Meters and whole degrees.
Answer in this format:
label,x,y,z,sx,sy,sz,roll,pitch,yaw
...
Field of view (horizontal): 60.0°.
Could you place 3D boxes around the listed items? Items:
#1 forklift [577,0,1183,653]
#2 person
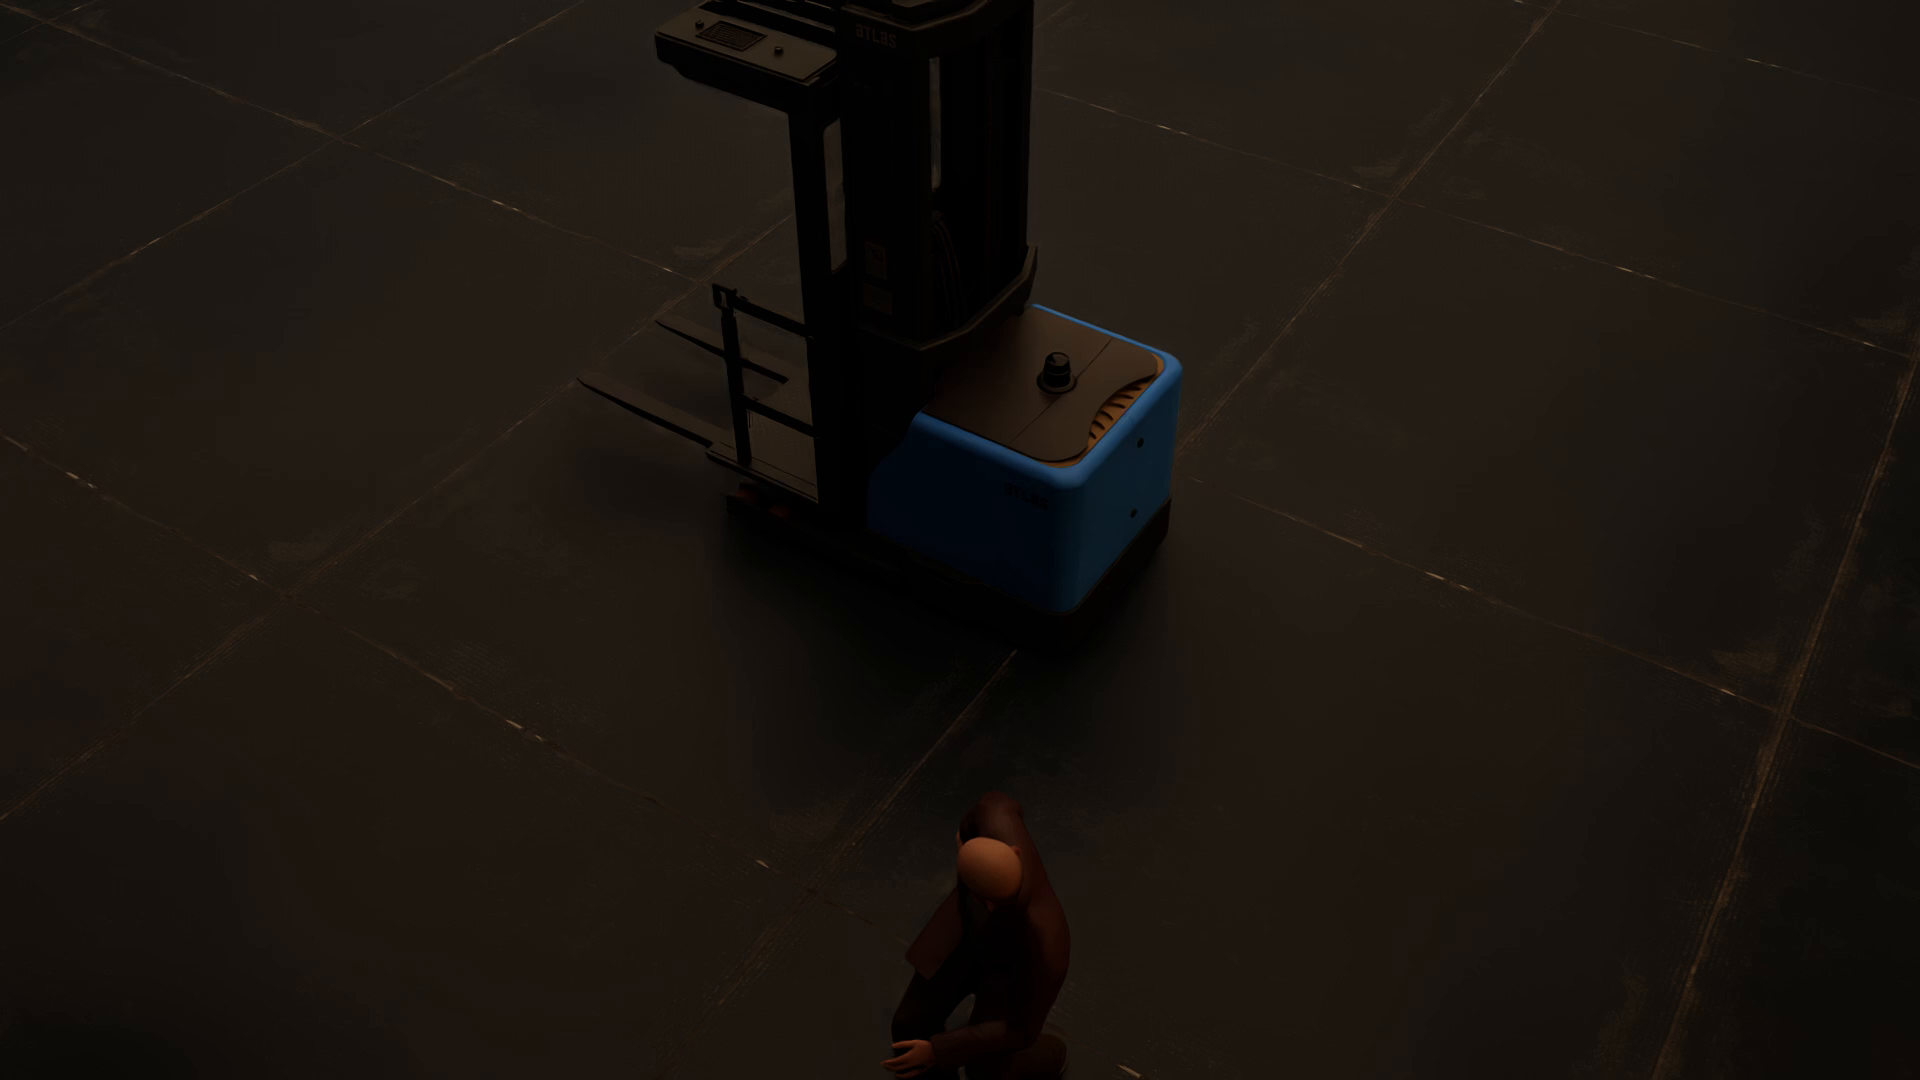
label,x,y,z,sx,sy,sz,roll,pitch,yaw
forklift,-0.521,-1.356,7.279,3.031,2.935,1.130,24,49,23
person,0.005,1.388,5.384,0.819,1.590,0.806,-30,51,-28
